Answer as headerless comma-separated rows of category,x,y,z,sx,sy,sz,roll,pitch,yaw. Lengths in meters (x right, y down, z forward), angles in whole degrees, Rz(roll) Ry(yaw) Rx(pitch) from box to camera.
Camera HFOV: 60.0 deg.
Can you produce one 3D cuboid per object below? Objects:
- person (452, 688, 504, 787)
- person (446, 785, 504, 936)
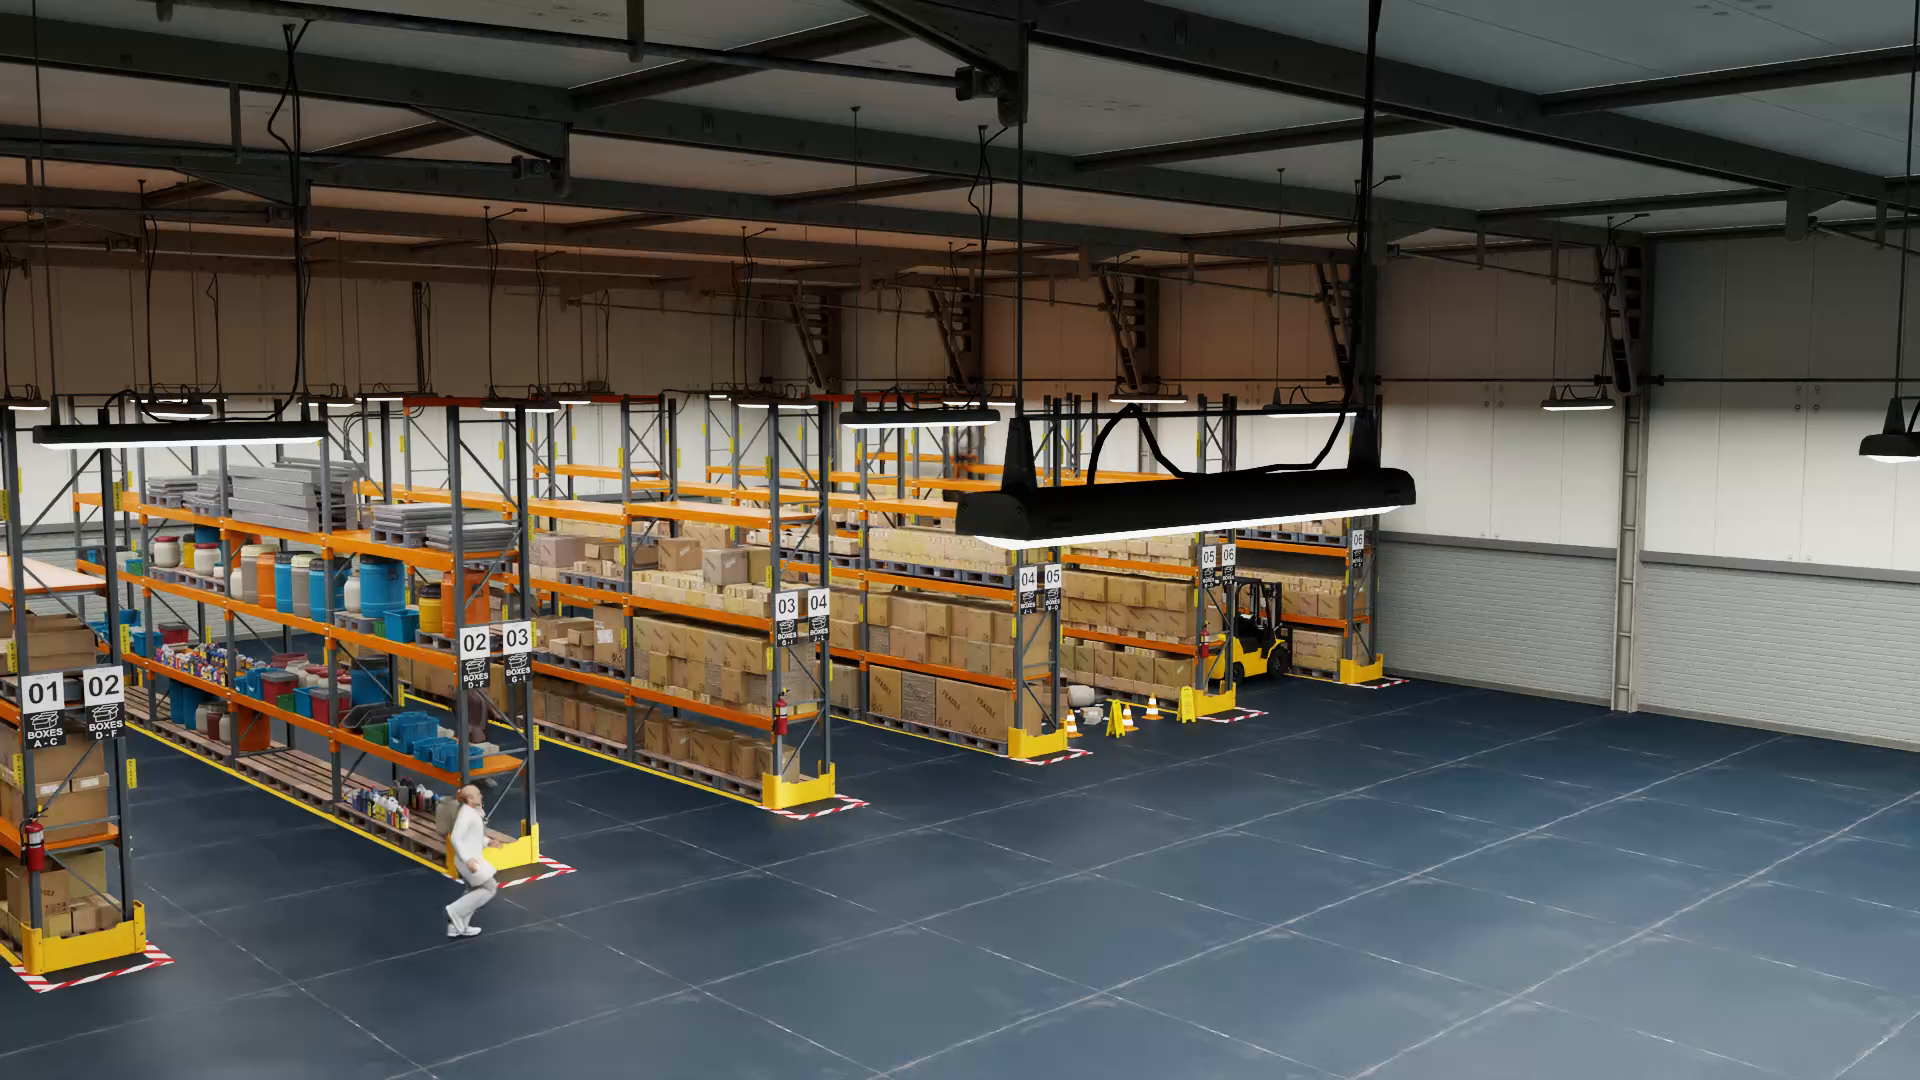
person,-7.633,2.951,26.019,0.957,1.762,0.693,3,6,24
person,-5.517,3.642,18.906,0.665,1.730,0.700,-2,6,-19
